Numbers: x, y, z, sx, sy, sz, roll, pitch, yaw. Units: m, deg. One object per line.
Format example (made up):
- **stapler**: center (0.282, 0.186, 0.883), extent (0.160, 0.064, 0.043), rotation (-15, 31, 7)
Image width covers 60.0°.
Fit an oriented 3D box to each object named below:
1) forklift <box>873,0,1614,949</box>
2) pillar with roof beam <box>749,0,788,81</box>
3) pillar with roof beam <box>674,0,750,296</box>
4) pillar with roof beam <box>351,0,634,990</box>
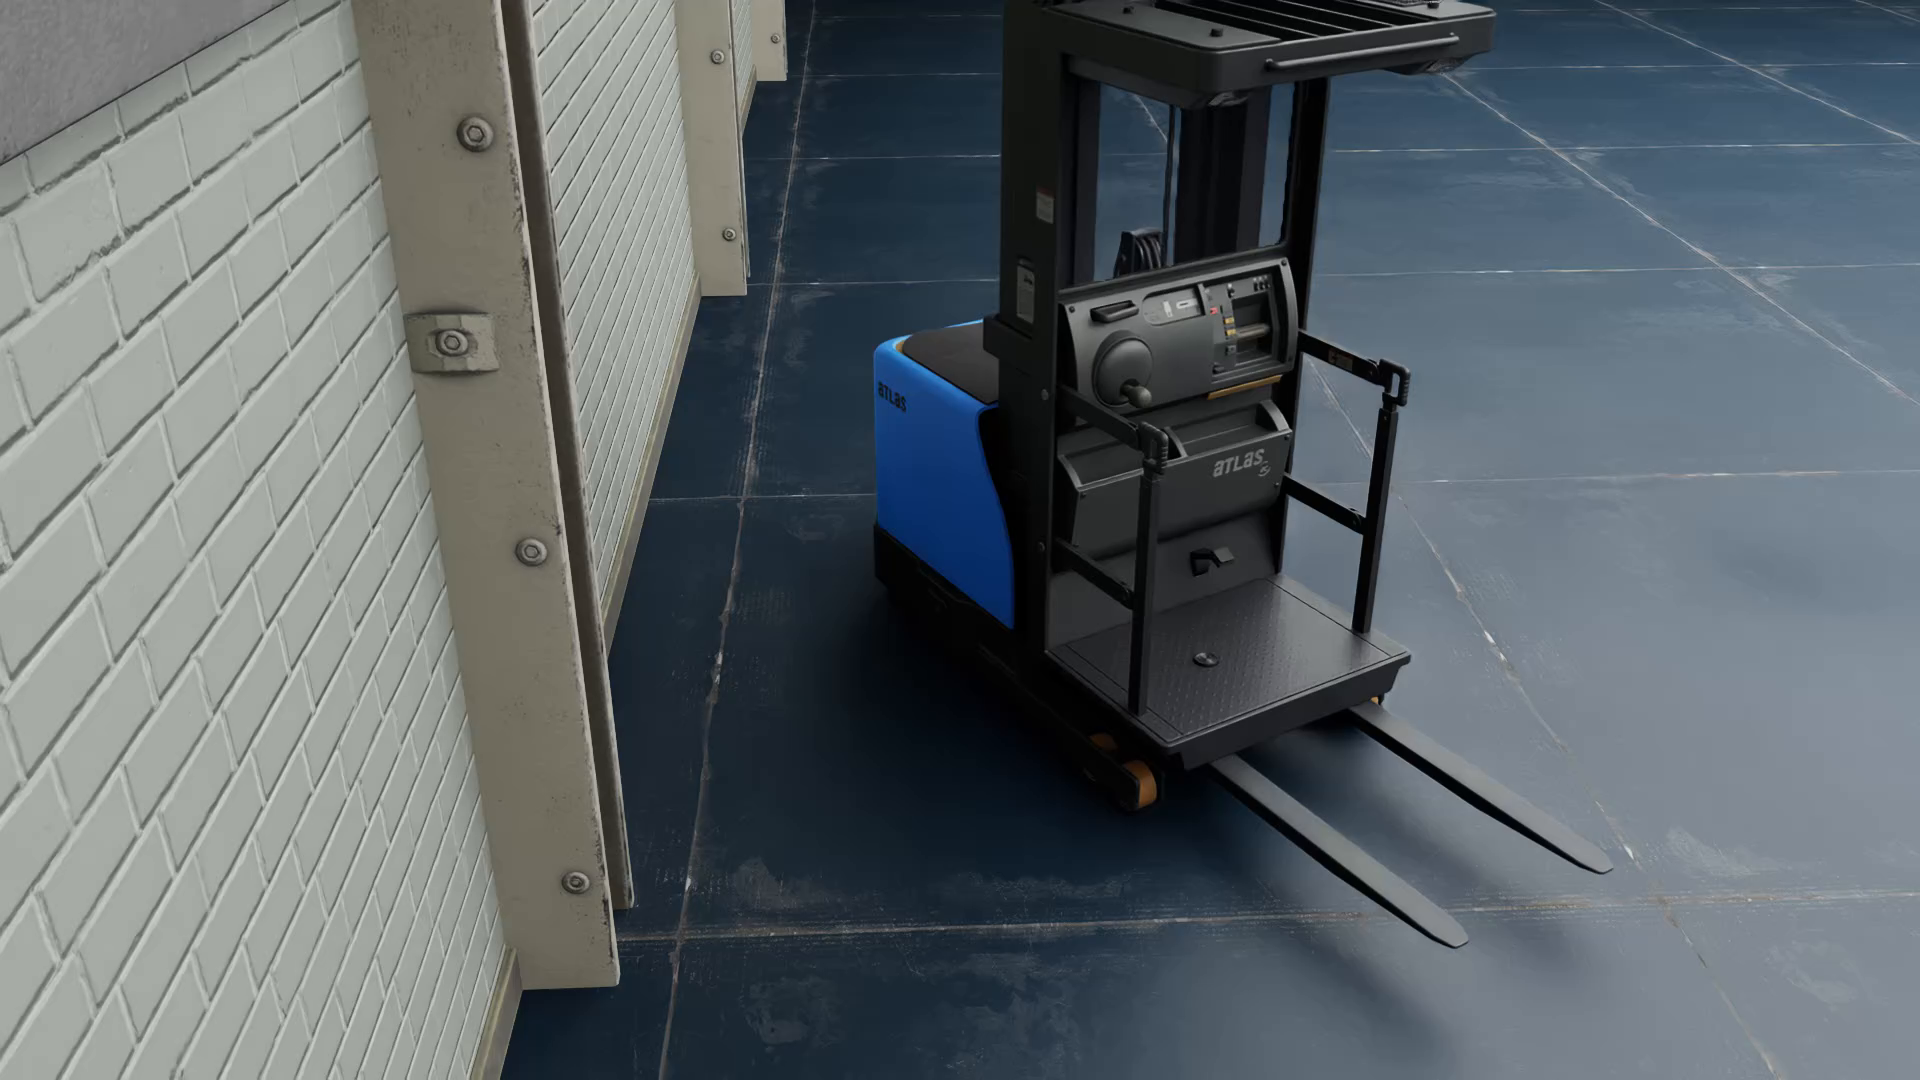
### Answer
- **forklift**: center (0.854, -0.648, 5.324), extent (1.130, 2.935, 3.031), rotation (-16, 32, -28)
- **pillar with roof beam**: center (2.523, -8.439, 13.700), extent (9.100, 9.000, 0.400), rotation (-1, 28, -3)
- **pillar with roof beam**: center (2.836, -5.669, 8.388), extent (9.100, 9.000, 0.400), rotation (-1, 28, -3)
- **pillar with roof beam**: center (3.149, -2.898, 3.075), extent (9.100, 9.000, 0.400), rotation (-1, 28, -3)
